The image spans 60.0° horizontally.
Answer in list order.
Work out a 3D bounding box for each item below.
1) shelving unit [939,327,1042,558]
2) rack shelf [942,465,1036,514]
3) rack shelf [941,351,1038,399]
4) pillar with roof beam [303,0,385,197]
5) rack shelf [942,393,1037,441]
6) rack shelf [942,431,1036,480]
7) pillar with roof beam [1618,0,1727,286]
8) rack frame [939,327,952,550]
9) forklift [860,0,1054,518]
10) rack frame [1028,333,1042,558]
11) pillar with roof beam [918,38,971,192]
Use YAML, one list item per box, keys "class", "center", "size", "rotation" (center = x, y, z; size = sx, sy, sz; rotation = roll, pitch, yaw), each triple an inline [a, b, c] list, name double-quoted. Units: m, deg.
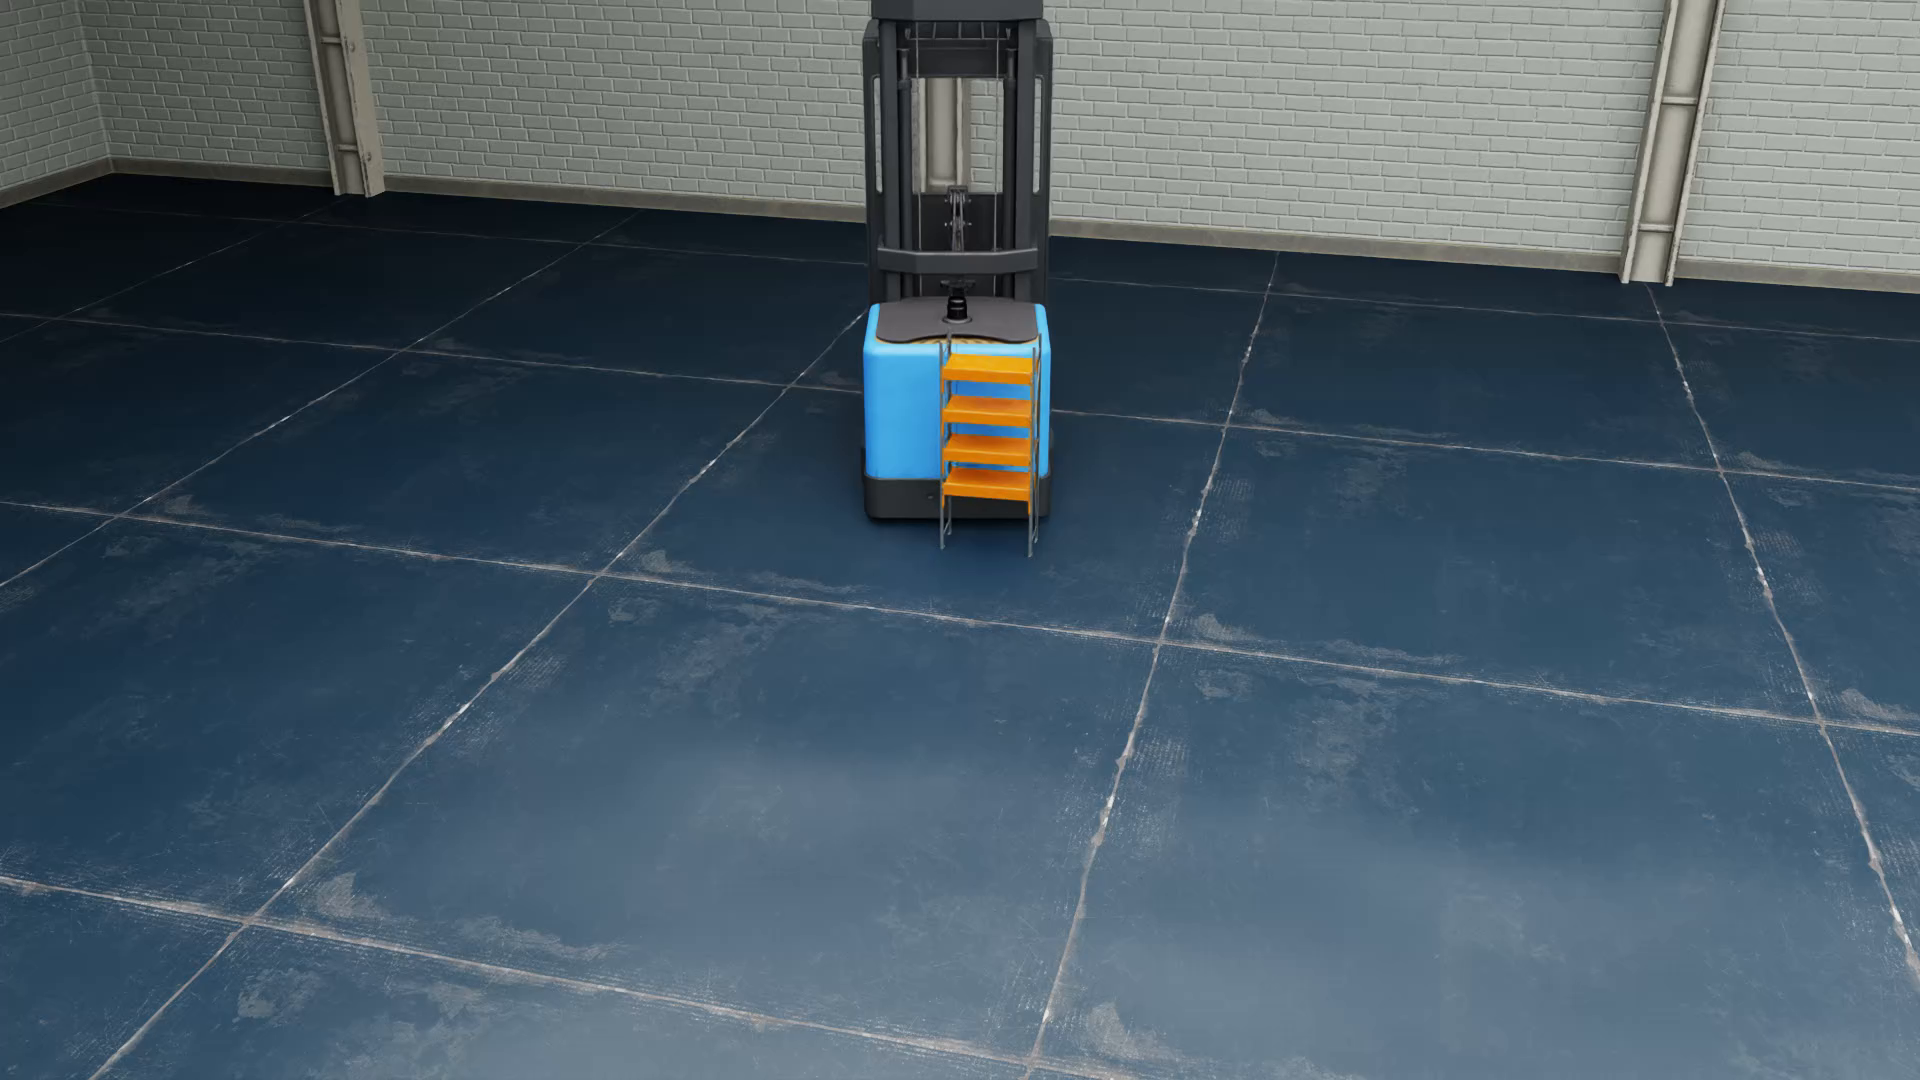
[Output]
- class: "shelving unit"
  center: [0.162, -0.517, 8.940]
  size: [0.503, 1.200, 0.258]
  rotation: [5, 26, 10]
- class: "rack shelf"
  center: [0.162, -0.277, 9.054]
  size: [0.480, 0.148, 0.258]
  rotation: [5, 26, 10]
- class: "rack shelf"
  center: [0.162, -0.872, 8.771]
  size: [0.480, 0.148, 0.258]
  rotation: [5, 26, 10]
- class: "pillar with roof beam"
  center: [-7.015, -5.718, 10.792]
  size: [0.400, 9.000, 9.100]
  rotation: [6, 26, 13]
- class: "rack shelf"
  center: [0.162, -0.658, 8.872]
  size: [0.480, 0.148, 0.258]
  rotation: [5, 26, 10]
- class: "rack shelf"
  center: [0.162, -0.456, 8.969]
  size: [0.480, 0.148, 0.258]
  rotation: [5, 26, 10]
- class: "pillar with roof beam"
  center: [4.607, -4.434, 8.094]
  size: [0.400, 9.000, 9.100]
  rotation: [6, 26, 13]
- class: "rack frame"
  center: [-0.078, -0.536, 8.981]
  size: [0.015, 1.200, 0.240]
  rotation: [5, 26, 10]
- class: "forklift"
  center: [-0.013, -2.031, 10.107]
  size: [1.130, 2.935, 3.031]
  rotation: [0, 25, 0]
- class: "rack frame"
  center: [0.402, -0.497, 8.898]
  size: [0.015, 1.200, 0.240]
  rotation: [5, 26, 10]
- class: "pillar with roof beam"
  center: [-1.204, -5.076, 9.443]
  size: [0.400, 9.000, 9.100]
  rotation: [6, 26, 13]
